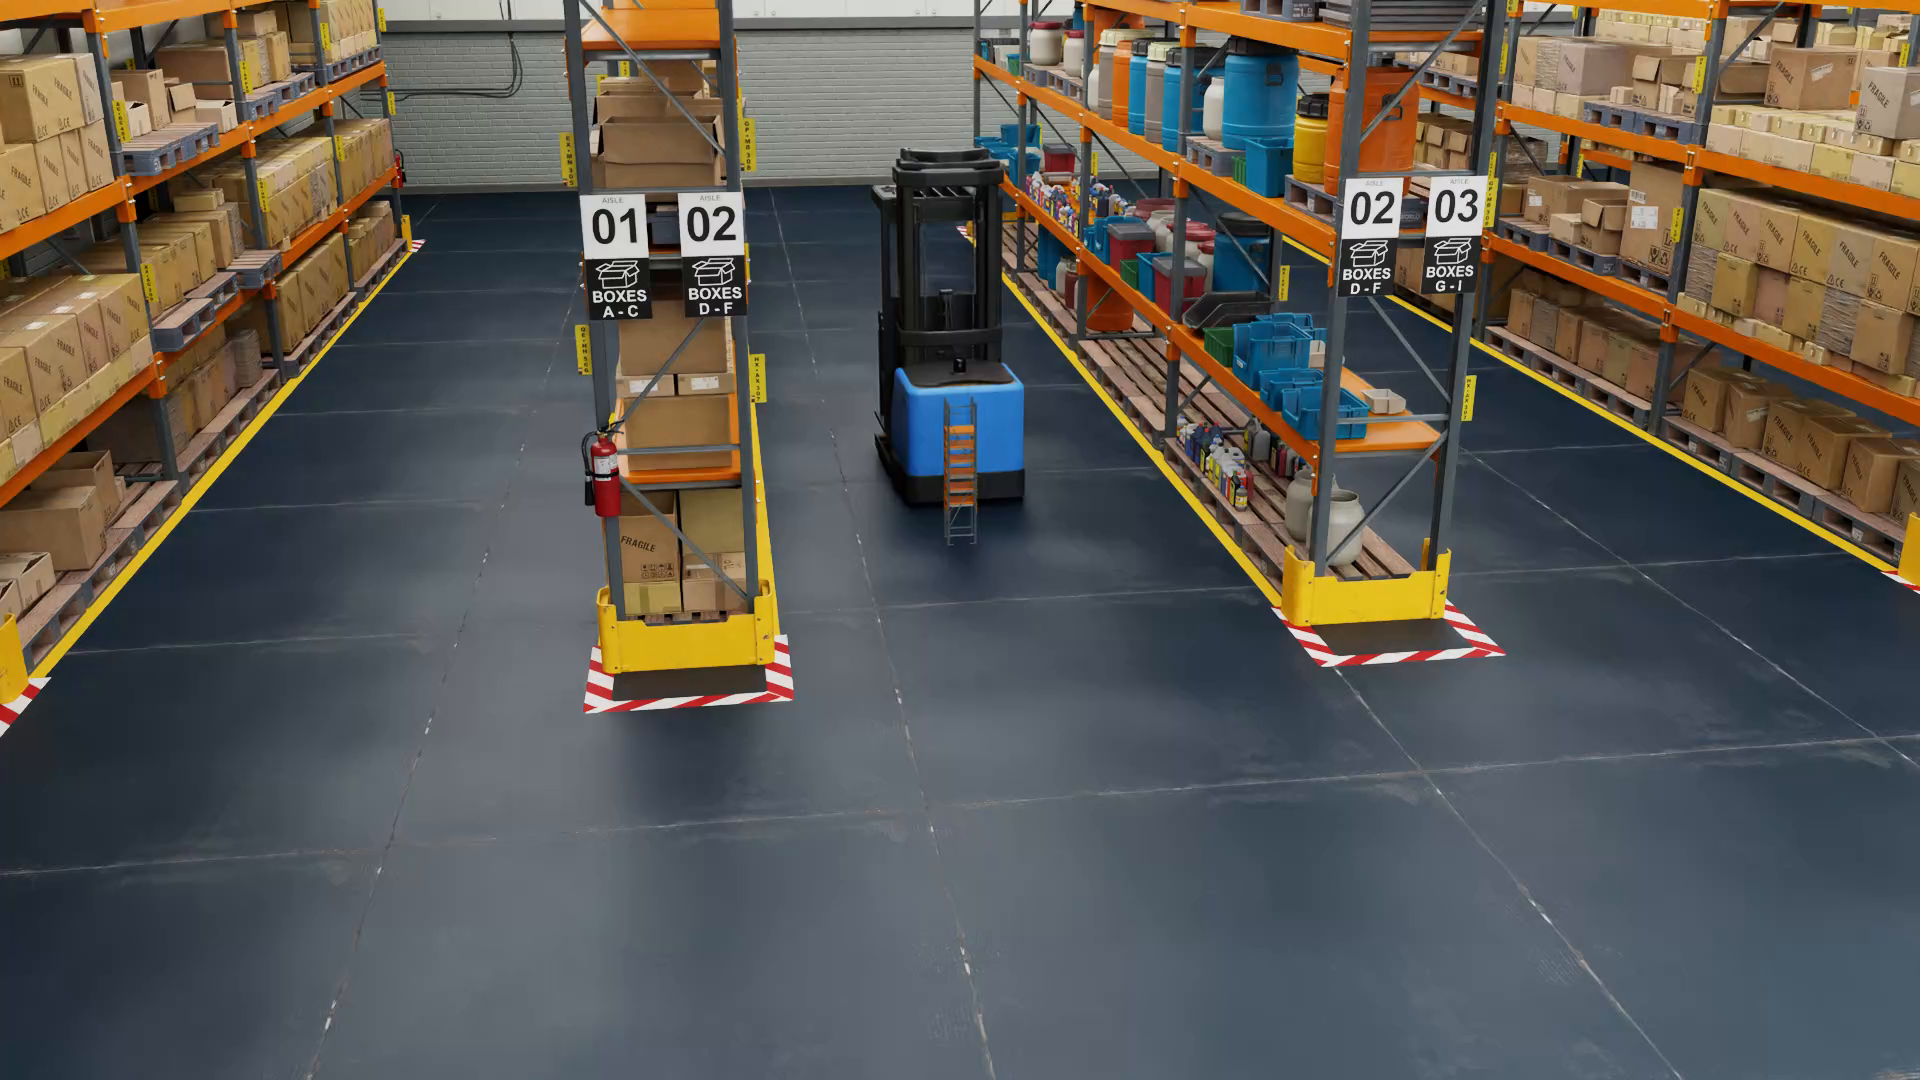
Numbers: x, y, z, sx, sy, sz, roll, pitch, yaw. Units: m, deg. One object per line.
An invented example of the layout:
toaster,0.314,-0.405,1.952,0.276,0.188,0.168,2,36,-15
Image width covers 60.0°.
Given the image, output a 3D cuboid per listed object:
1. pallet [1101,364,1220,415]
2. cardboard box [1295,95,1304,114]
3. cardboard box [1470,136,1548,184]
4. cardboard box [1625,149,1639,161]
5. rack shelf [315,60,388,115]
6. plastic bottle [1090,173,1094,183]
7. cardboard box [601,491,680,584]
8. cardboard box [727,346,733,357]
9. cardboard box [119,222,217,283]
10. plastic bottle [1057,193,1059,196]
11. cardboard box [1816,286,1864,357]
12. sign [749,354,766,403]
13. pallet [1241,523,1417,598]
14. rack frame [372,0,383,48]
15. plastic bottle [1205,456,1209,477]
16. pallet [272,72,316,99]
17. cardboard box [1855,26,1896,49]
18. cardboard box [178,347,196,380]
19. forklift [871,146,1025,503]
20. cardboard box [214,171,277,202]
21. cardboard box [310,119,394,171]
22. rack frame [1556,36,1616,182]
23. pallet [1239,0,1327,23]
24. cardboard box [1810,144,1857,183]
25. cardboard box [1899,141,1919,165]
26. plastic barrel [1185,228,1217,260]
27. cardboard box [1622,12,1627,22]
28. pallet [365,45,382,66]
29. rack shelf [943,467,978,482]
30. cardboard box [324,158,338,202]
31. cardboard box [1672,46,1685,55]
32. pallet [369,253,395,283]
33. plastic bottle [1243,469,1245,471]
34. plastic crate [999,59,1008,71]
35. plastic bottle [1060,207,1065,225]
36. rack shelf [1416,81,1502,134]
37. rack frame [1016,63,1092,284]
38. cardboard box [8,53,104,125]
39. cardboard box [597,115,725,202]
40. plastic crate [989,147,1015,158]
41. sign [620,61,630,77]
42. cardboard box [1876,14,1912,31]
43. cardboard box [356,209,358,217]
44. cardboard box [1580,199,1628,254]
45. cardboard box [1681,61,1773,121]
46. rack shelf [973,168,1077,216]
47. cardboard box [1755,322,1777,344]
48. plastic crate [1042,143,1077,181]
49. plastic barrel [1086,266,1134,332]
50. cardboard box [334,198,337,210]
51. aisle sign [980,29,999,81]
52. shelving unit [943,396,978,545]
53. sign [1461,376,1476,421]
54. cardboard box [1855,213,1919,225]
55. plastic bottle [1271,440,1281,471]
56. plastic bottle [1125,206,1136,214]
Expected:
pallet,2.117,-1.613,17.734,1.003,0.211,1.213,-3,21,-8
cardboard box,5.493,-6.698,26.081,0.500,0.500,0.500,-3,21,-9
cardboard box,6.683,-4.632,20.254,0.797,0.503,0.637,-2,21,-6
cardboard box,10.549,-5.968,25.767,0.380,0.149,0.250,-3,21,-7
rack shelf,-8.797,-6.257,22.923,1.077,0.370,4.000,-3,21,-8
plastic bottle,1.751,-4.671,22.007,0.144,0.351,0.185,-3,21,-8
cardboard box,-2.250,-0.023,11.750,0.500,0.500,0.500,-3,21,-8
cardboard box,-1.797,-1.268,11.754,0.380,0.149,0.250,-3,21,-8
cardboard box,-7.653,-2.772,16.079,0.700,0.500,0.500,-3,21,-8
plastic bottle,1.240,-4.184,20.798,0.061,0.283,0.133,-3,21,-8
cardboard box,7.653,-1.812,13.711,0.875,0.500,0.500,-3,21,-8
sign,-1.328,-1.061,10.920,0.100,0.325,0.005,-3,21,-8
pallet,2.855,0.159,12.988,1.003,0.211,1.213,-3,21,-8
rack frame,-9.086,-8.692,24.126,1.000,3.000,0.127,-3,21,-8
plastic bottle,2.198,-0.657,14.558,0.097,0.201,0.097,0,20,0
pallet,-8.328,-5.497,20.133,0.805,0.209,1.217,-4,21,-10
cardboard box,11.291,-6.191,20.480,0.396,0.266,0.258,-3,21,-8
cardboard box,-7.624,-1.699,15.851,0.500,0.250,0.500,-4,21,-9
forklift,-0.208,-2.173,15.346,1.130,2.935,3.031,-4,21,-10
cardboard box,-7.747,-3.839,18.038,0.500,0.250,0.500,-2,21,-6
cardboard box,-9.002,-5.846,24.652,0.980,0.700,0.700,-2,21,-5
rack frame,10.542,-6.846,27.759,1.000,3.000,0.127,-3,21,-8
pallet,2.773,-4.053,12.549,1.003,0.211,1.213,-3,21,-8
cardboard box,7.387,-3.105,13.669,0.500,0.250,0.500,-3,21,-9
cardboard box,7.448,-2.964,12.723,0.380,0.149,0.250,-3,21,-7
plastic barrel,2.421,-2.886,16.963,0.433,0.535,0.433,0,20,0
cardboard box,10.525,-8.123,25.822,0.380,0.149,0.250,-2,21,-6
pallet,-8.968,-6.989,23.980,1.003,0.211,1.213,-3,21,-8
rack shelf,0.002,-0.515,13.508,0.258,0.103,0.180,-3,21,-8
cardboard box,-8.193,-4.545,21.001,0.500,0.500,0.500,-3,21,-9
cardboard box,10.720,-7.126,24.435,0.500,0.250,0.500,-3,21,-8
pallet,-8.720,-3.881,23.805,1.003,0.211,1.213,-3,21,-8
plastic bottle,2.417,-0.500,14.138,0.097,0.201,0.097,0,20,0
plastic crate,0.735,-6.699,23.455,0.293,0.136,0.466,-3,21,-8
plastic bottle,1.275,-3.960,20.315,0.097,0.201,0.097,0,20,0
rack shelf,6.484,-5.622,21.222,1.077,0.370,4.000,-3,21,-8
rack frame,1.295,-4.996,22.806,1.000,3.000,0.127,-3,21,-8
cardboard box,-7.015,-3.497,12.903,0.500,0.500,0.500,-5,21,-12
cardboard box,-1.956,-2.508,10.909,0.797,0.503,0.637,-1,21,-4
plastic crate,0.618,-5.773,25.039,0.416,0.233,0.300,-3,21,-8
sign,-3.568,-4.983,17.746,0.100,0.325,0.005,-3,21,-8
cardboard box,15.580,-8.558,27.526,0.500,0.250,0.500,-5,21,-13
cardboard box,-9.028,-4.832,24.410,0.380,0.149,0.250,-3,21,-8
cardboard box,7.008,-3.317,17.562,0.797,0.503,0.637,-1,20,-2
cardboard box,7.379,-4.294,15.891,0.797,0.503,0.637,-4,21,-10
rack shelf,1.006,-5.352,24.786,1.077,0.370,4.000,-3,21,-8
cardboard box,7.287,-1.837,14.707,0.380,0.149,0.250,-3,21,-8
plastic crate,1.414,-5.376,23.646,0.402,0.464,0.583,-3,21,-8
plastic barrel,1.784,-2.960,19.855,0.600,0.830,0.708,-3,21,-8
cardboard box,-8.180,-4.285,21.233,0.380,0.149,0.250,-3,21,-7
aisle sign,0.414,-7.609,26.086,0.394,0.787,0.004,-3,21,-8
shelving unit,0.002,-0.557,13.493,0.258,1.200,0.189,-3,21,-8
sign,3.569,-0.997,11.704,0.100,0.325,0.005,-3,21,-8
cardboard box,7.899,-2.469,14.043,0.500,0.500,0.500,-3,21,-8
plastic bottle,2.802,-0.759,14.715,0.061,0.283,0.133,-3,21,-8
plastic bottle,2.062,-3.879,19.993,0.152,0.276,0.135,-3,21,-8
